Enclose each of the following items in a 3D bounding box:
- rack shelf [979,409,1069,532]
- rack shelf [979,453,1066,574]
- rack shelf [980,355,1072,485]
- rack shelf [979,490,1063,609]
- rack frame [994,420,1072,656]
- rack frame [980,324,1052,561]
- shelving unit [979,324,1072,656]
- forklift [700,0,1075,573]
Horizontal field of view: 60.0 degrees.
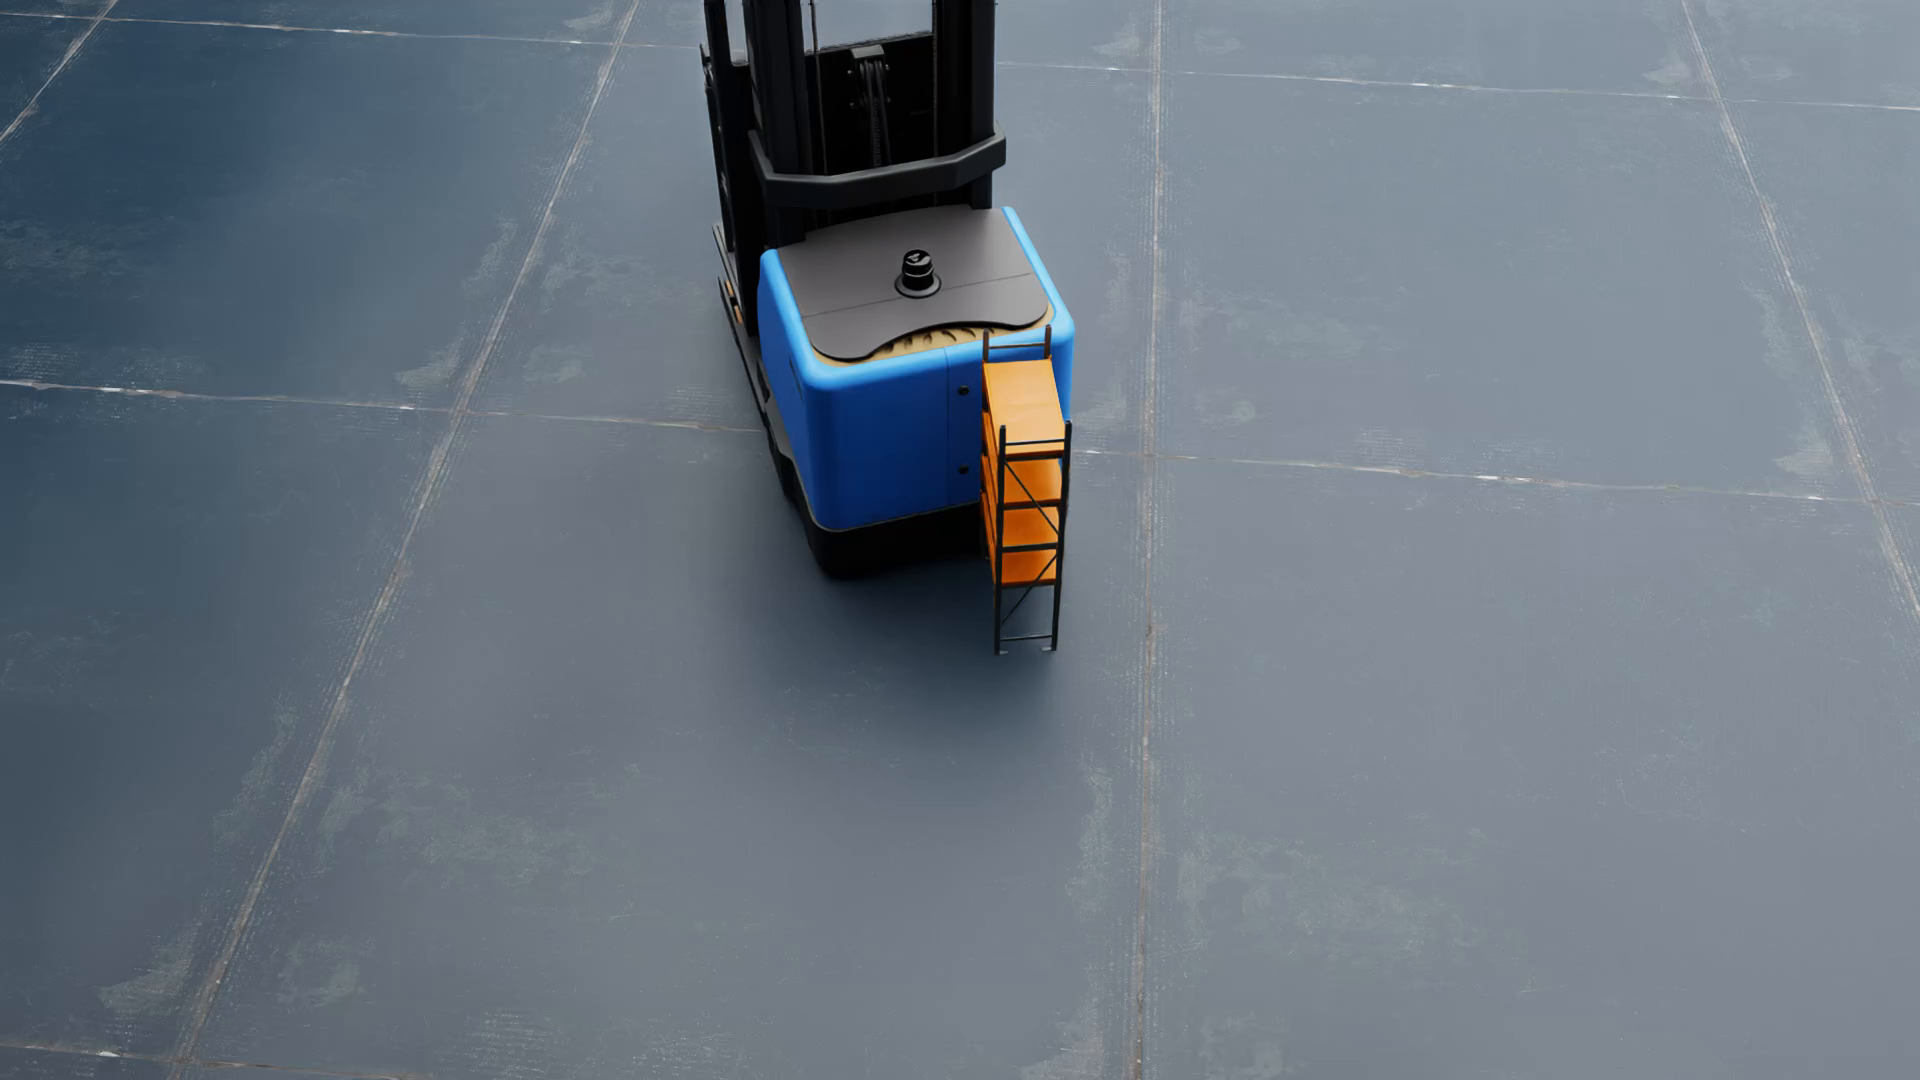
[{"bbox_3d":[0.225,-0.262,5.965,0.258,0.148,0.480,-4,48,-4],"label":"rack shelf"},{"bbox_3d":[0.225,-0.111,6.130,0.258,0.148,0.480,-4,48,-4],"label":"rack shelf"},{"bbox_3d":[0.225,-0.422,5.790,0.258,0.148,0.480,-4,48,-4],"label":"rack shelf"},{"bbox_3d":[0.225,0.023,6.276,0.258,0.148,0.480,-4,48,-4],"label":"rack shelf"},{"bbox_3d":[0.250,0.023,5.916,0.240,1.200,0.015,-4,48,-4],"label":"rack frame"},{"bbox_3d":[0.200,-0.336,6.244,0.240,1.200,0.015,-4,48,-4],"label":"rack frame"},{"bbox_3d":[0.225,-0.157,6.080,0.258,1.200,0.503,-4,48,-4],"label":"shelving unit"},{"bbox_3d":[-0.477,-1.972,6.567,1.130,2.935,3.031,-13,49,-11],"label":"forklift"}]
